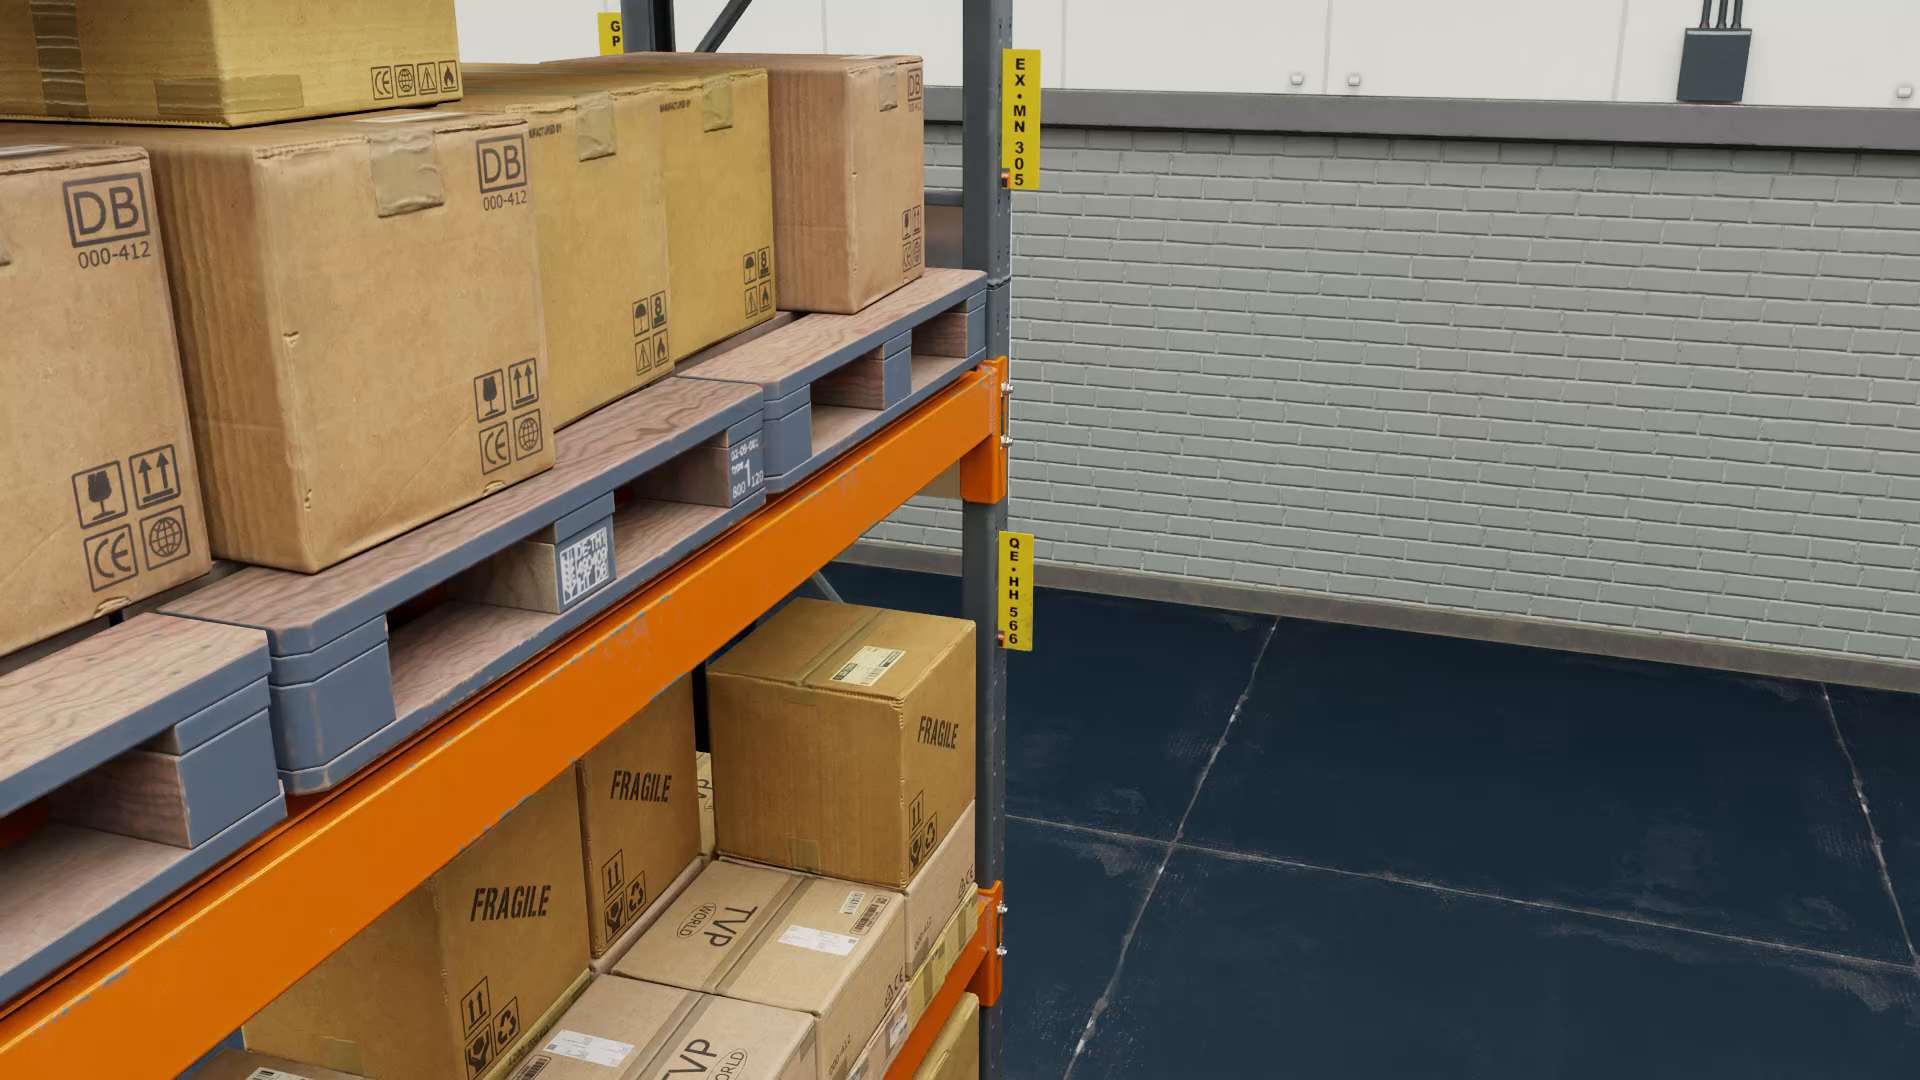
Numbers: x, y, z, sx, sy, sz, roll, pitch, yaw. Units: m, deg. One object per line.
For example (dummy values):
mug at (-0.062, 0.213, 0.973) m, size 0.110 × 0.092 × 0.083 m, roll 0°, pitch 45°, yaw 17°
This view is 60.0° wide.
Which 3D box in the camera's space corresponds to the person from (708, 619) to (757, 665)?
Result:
person at (-1.128, 0.298, 8.210) m, size 0.340 × 1.594 × 0.483 m, roll 6°, pitch 20°, yaw 16°
